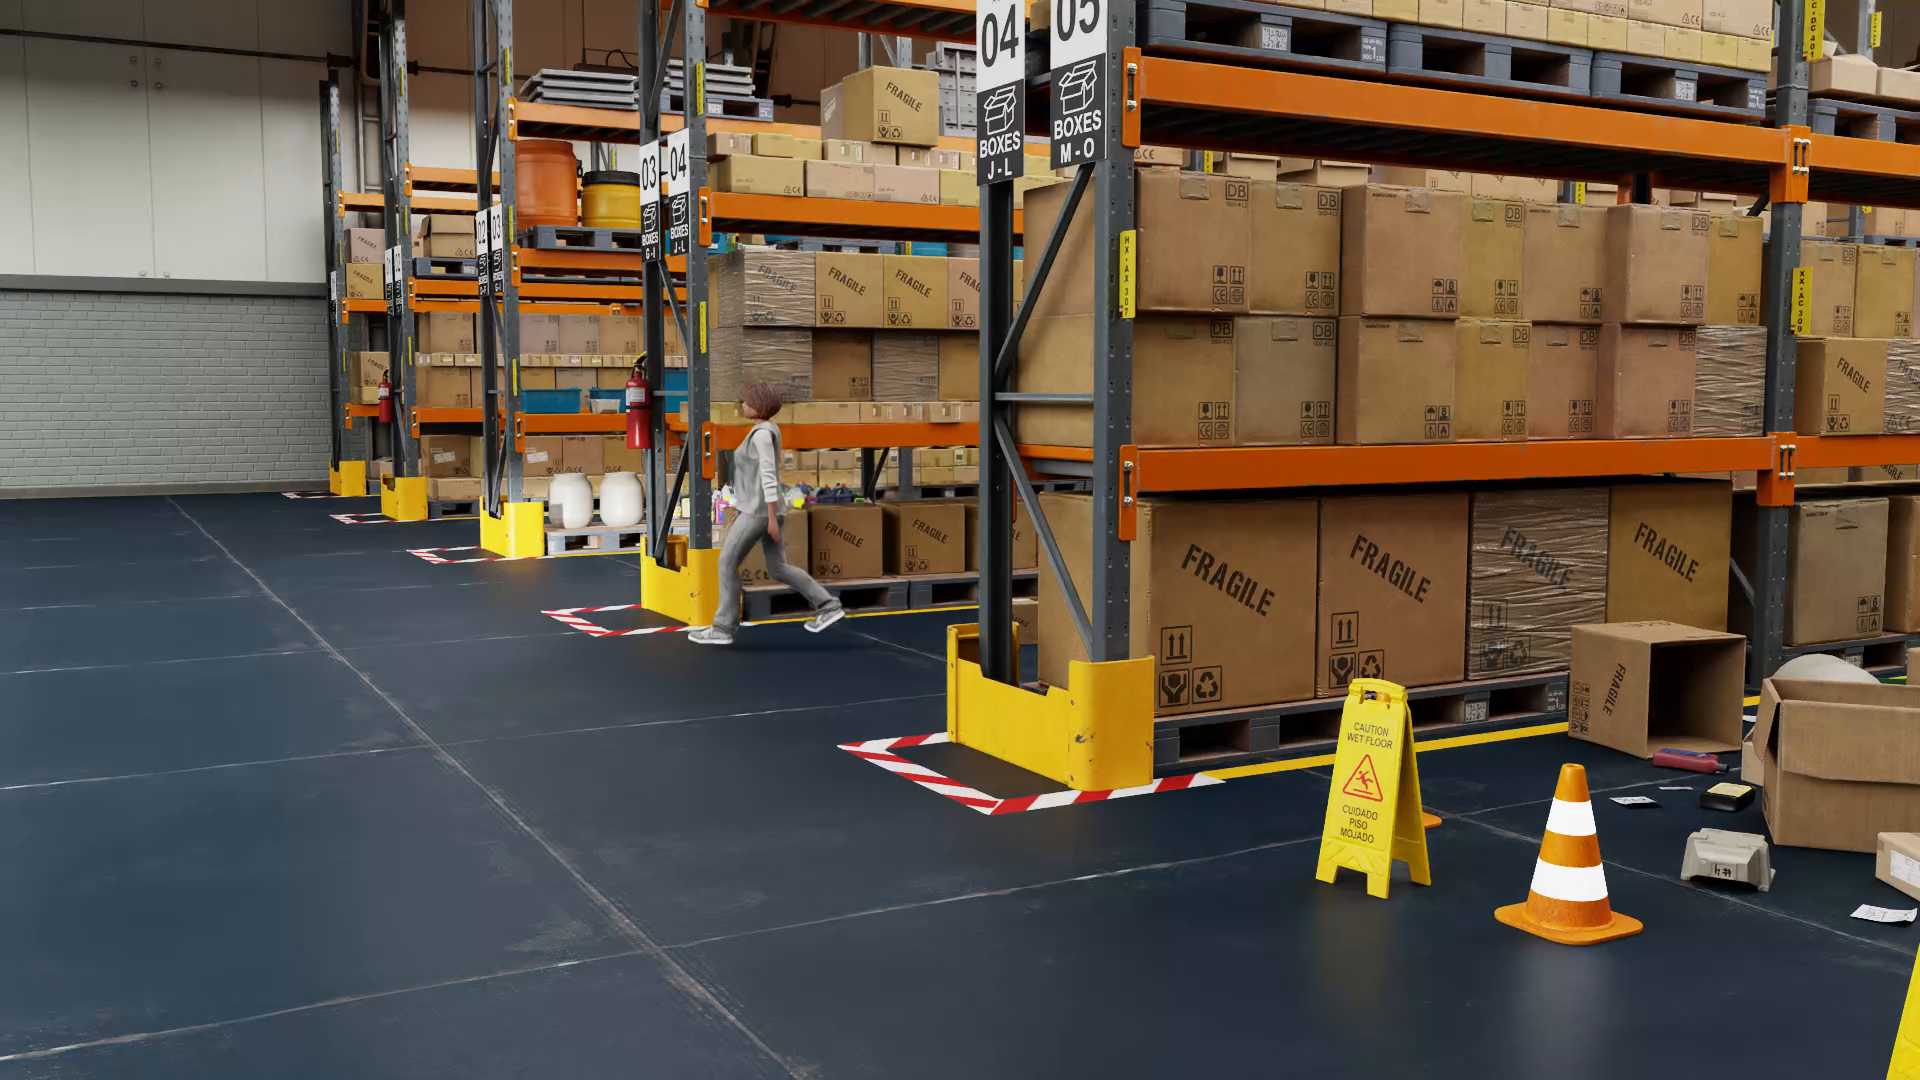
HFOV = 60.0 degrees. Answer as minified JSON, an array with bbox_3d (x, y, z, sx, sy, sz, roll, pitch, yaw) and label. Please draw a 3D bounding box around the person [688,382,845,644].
[{"bbox_3d":[-1.152,-0.152,9.860,0.929,1.531,0.413,0,5,5],"label":"person"}]
